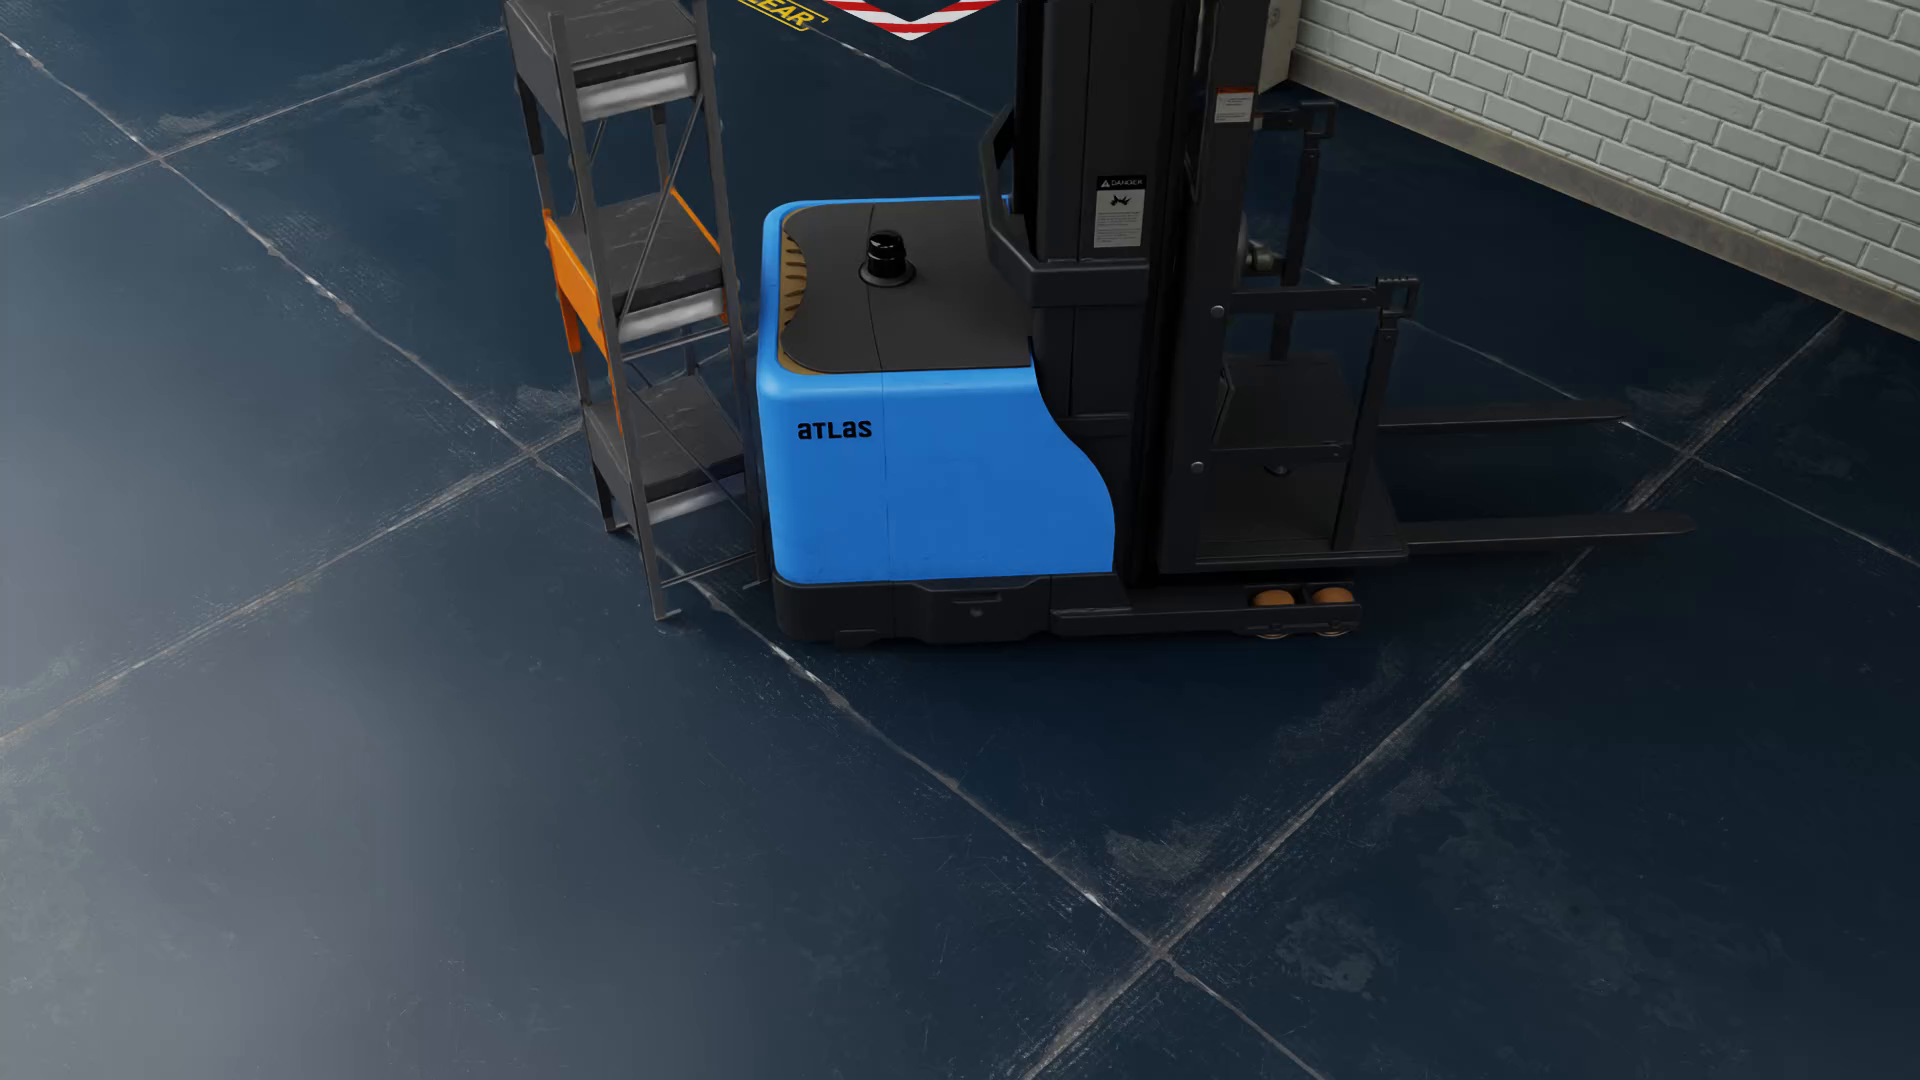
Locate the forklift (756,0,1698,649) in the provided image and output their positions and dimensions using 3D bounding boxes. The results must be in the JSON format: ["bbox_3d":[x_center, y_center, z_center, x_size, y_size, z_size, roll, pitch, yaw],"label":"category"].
[{"bbox_3d":[0.896,-1.113,4.795,3.031,2.935,1.130,-2,43,-3],"label":"forklift"}]

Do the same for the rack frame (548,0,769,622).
[{"bbox_3d":[-0.822,-0.569,4.818,0.400,2.100,0.015,-20,46,-20],"label":"rack frame"}]

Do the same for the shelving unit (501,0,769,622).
[{"bbox_3d":[-0.937,-0.715,4.976,0.431,2.100,0.503,-20,46,-20],"label":"shelving unit"}]

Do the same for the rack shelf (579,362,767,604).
[{"bbox_3d":[-0.937,-0.191,5.461,0.431,0.518,0.480,-20,46,-20],"label":"rack shelf"}]

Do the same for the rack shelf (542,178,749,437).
[{"bbox_3d":[-0.937,-0.705,4.986,0.431,0.518,0.480,-20,46,-20],"label":"rack shelf"}]

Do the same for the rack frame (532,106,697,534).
[{"bbox_3d":[-1.052,-0.861,5.135,0.400,2.100,0.015,-20,46,-20],"label":"rack frame"}]

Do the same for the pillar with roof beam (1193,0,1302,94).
[{"bbox_3d":[-1.655,-3.562,2.974,9.100,9.000,0.400,-34,53,-31],"label":"pillar with roof beam"}]

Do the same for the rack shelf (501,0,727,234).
[{"bbox_3d":[-0.937,-1.219,4.511,0.431,0.518,0.480,-20,46,-20],"label":"rack shelf"}]
